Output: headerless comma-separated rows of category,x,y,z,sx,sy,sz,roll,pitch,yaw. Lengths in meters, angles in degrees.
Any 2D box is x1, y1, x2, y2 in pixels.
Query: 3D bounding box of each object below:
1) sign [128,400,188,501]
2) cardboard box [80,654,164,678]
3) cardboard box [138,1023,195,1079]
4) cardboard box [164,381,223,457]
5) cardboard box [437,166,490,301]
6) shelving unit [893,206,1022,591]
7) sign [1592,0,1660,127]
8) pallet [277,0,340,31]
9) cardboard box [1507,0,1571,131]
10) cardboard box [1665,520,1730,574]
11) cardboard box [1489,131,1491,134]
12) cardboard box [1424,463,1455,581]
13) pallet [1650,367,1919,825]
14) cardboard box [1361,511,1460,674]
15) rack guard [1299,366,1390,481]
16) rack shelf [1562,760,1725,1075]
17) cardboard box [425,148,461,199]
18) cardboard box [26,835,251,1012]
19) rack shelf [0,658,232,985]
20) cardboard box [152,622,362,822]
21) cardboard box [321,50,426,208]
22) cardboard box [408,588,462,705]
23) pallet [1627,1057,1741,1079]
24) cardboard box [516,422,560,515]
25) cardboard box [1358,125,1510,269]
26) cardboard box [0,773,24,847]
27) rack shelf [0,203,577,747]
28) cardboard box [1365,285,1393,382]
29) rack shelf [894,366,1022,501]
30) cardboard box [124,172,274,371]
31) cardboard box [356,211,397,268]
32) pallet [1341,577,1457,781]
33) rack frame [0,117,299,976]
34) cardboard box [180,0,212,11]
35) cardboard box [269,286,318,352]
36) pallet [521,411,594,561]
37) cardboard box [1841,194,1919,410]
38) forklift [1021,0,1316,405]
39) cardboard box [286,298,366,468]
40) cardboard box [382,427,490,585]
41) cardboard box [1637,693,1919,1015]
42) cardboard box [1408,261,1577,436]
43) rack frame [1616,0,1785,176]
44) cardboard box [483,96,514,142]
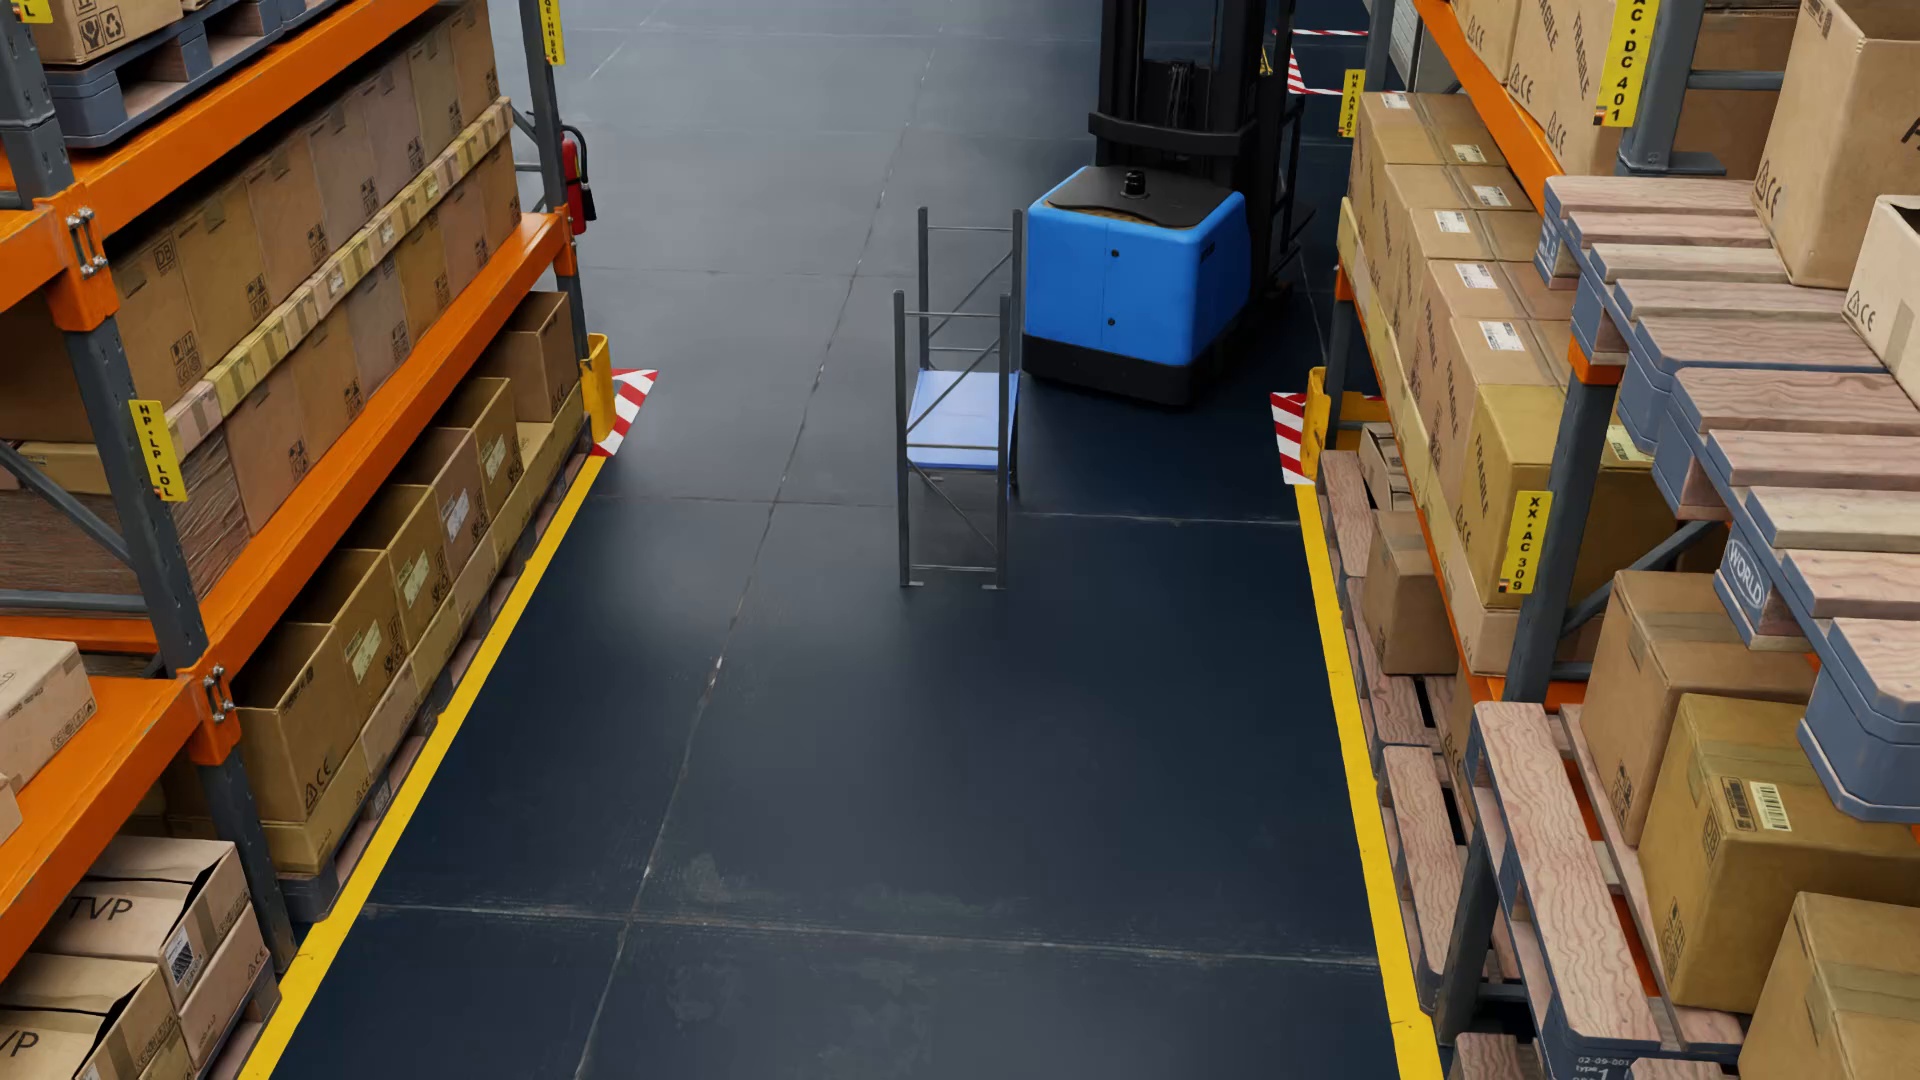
sign,-2.305,-0.254,4.776,0.100,0.325,0.005,2,32,4
cardboard box,-2.974,0.346,6.334,0.500,0.500,0.500,2,32,4
cardboard box,-2.634,1.672,4.898,0.500,0.250,0.500,2,32,3
cardboard box,-2.611,-0.395,5.319,0.380,0.149,0.250,3,32,5
cardboard box,-2.610,-1.429,7.615,0.700,0.500,0.500,3,32,5
shelving unit,0.007,-0.683,7.929,0.538,1.500,1.048,2,32,4
sign,1.550,-1.120,3.856,0.100,0.325,0.005,2,32,4
pallet,-2.701,-2.136,6.082,1.003,0.211,1.213,2,32,4
cardboard box,1.940,-1.470,4.803,0.500,0.500,0.500,0,32,0
cardboard box,2.338,-0.104,4.969,0.500,0.500,0.500,2,32,3
cardboard box,2.590,-1.704,7.564,0.500,0.500,0.500,2,32,3
cardboard box,1.876,-0.069,5.627,0.500,0.250,0.500,3,32,4
pallet,1.853,0.060,2.613,1.213,0.211,1.003,2,32,4
cardboard box,2.115,0.219,6.999,0.700,0.500,0.500,1,32,1
rack guard,2.411,-0.591,8.733,1.175,0.500,0.348,2,32,4
rack shelf,1.928,1.748,3.239,1.077,0.370,4.000,2,32,4
cardboard box,-2.425,-1.614,7.296,0.380,0.149,0.250,3,32,5
cardboard box,-2.594,1.164,5.189,0.500,0.311,0.500,2,32,4
rack shelf,-3.009,1.539,3.580,1.077,0.370,4.000,2,32,4
cardboard box,-2.497,0.630,5.874,0.500,0.500,0.500,2,32,4
cardboard box,-2.653,-1.690,6.801,0.700,0.500,0.500,3,32,4
cardboard box,-2.415,0.427,6.919,0.500,0.250,0.500,2,32,4
pallet,1.886,1.533,3.087,1.003,0.211,1.213,2,32,4
cardboard box,-2.299,-0.358,8.193,0.500,0.250,0.500,2,32,4
cardboard box,2.028,-1.464,7.176,0.500,0.500,0.500,3,32,4
cardboard box,-2.735,0.712,4.364,0.396,0.266,0.258,2,32,3
rack shelf,-2.684,-0.553,6.974,1.077,0.370,4.000,2,32,4
cardboard box,1.985,-0.860,6.910,0.500,0.250,0.500,2,32,3
rack shelf,0.007,-0.530,8.023,0.538,0.185,1.000,2,32,4
cardboard box,-2.777,-0.905,5.527,0.700,0.500,0.500,2,32,4
cardboard box,-2.486,-1.205,6.632,0.380,0.149,0.250,2,32,3
pallet,2.207,0.591,7.090,1.003,0.211,1.213,2,32,4
rack frame,-2.846,0.187,5.088,1.000,3.000,0.127,2,32,4
cardboard box,-2.499,-1.825,5.045,0.500,0.311,0.500,1,32,1
cardboard box,-2.549,-0.798,5.973,0.380,0.149,0.250,1,32,2
pallet,-2.541,-0.316,8.562,1.003,0.211,1.213,2,32,4
cardboard box,1.917,-0.417,2.893,0.500,0.311,0.500,3,32,6
forklift,1.486,-2.754,9.925,1.130,2.935,3.031,15,35,23
cardboard box,-2.735,-0.626,6.312,0.700,0.500,0.500,3,32,5
cardboard box,-2.377,-0.154,7.147,0.500,0.500,0.500,2,32,4
cardboard box,1.963,0.723,3.703,0.700,0.500,0.500,6,32,9
cardboard box,1.908,-0.652,5.858,0.500,0.500,0.500,2,32,3
rack frame,2.091,-2.158,3.174,1.000,3.000,0.127,2,32,4
cardboard box,-2.362,-2.016,7.948,0.380,0.149,0.250,2,32,3
